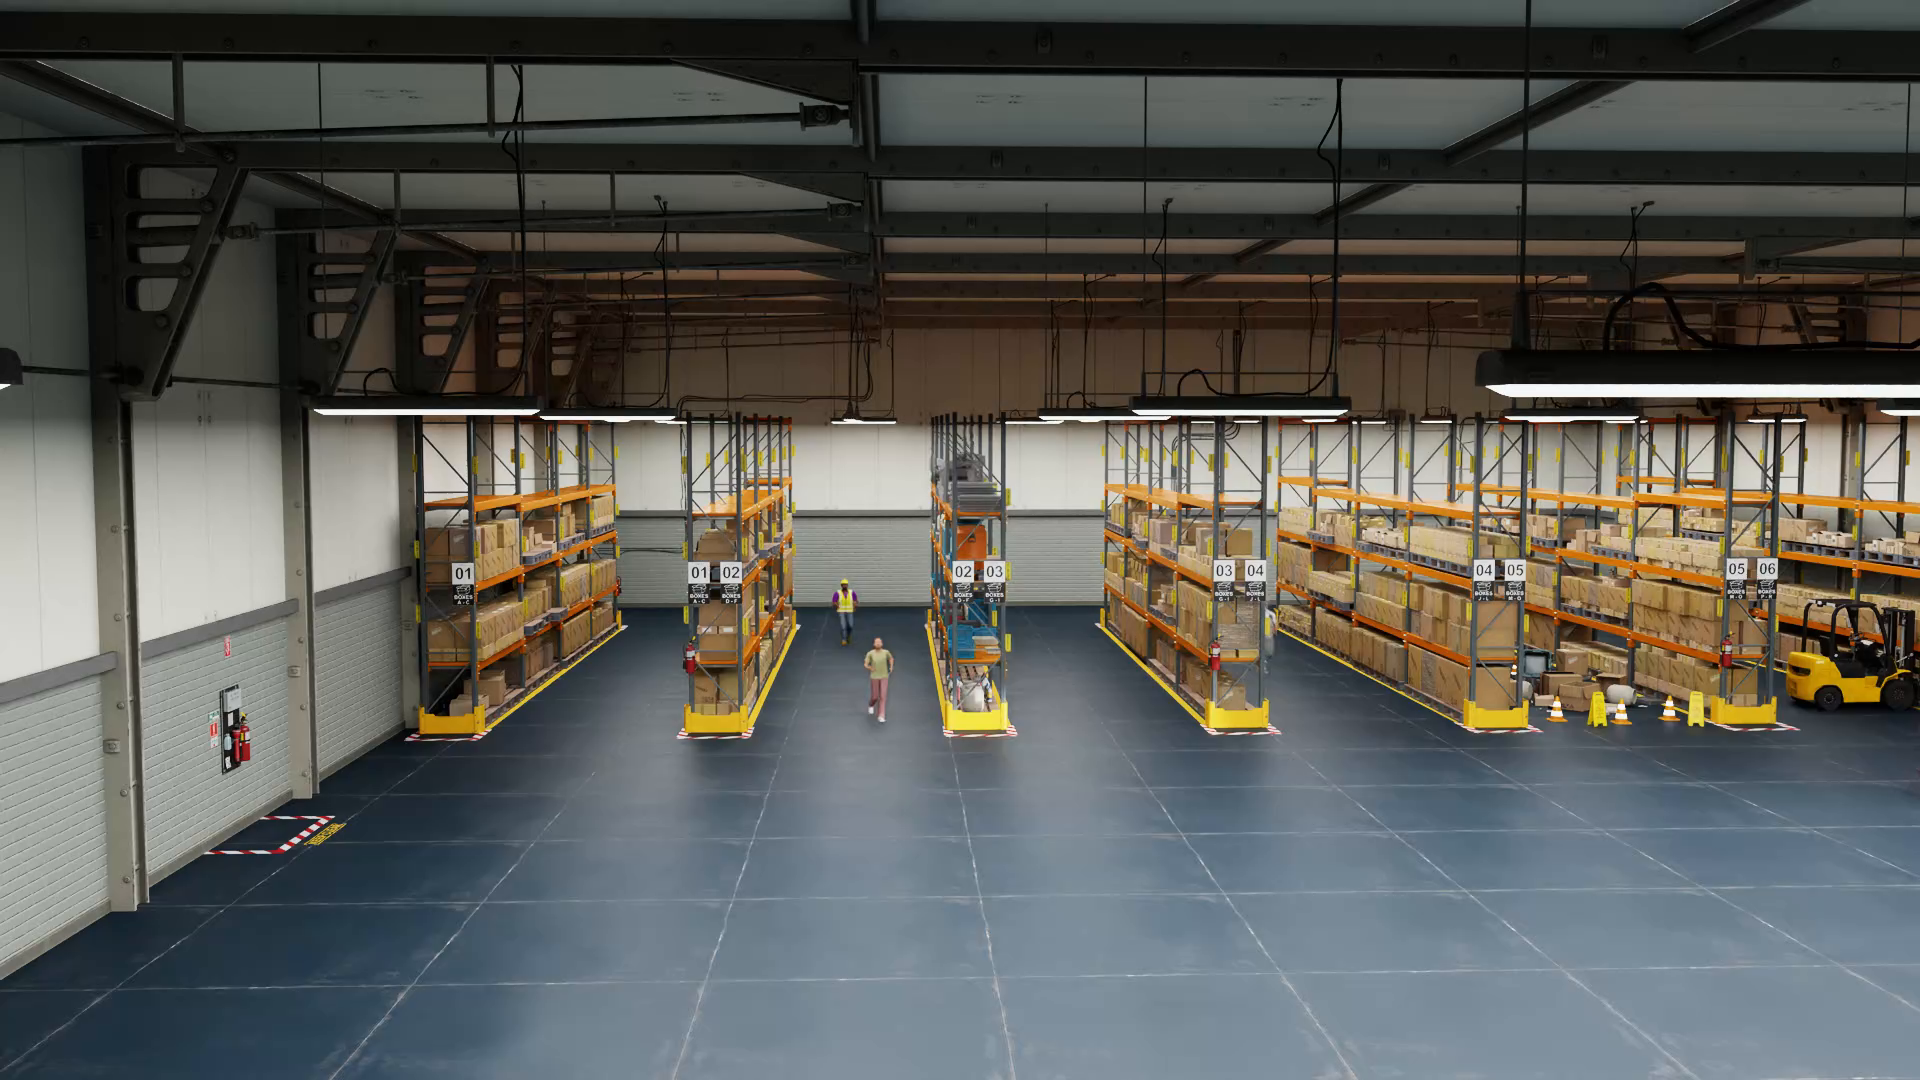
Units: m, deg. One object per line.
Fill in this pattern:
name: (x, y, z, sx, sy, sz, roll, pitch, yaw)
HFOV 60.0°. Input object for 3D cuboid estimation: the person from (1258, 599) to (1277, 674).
person: (7.060, 2.221, 38.664, 0.669, 1.737, 0.732, 0, 4, -7)

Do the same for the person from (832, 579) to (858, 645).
person: (-2.986, 1.893, 43.475, 0.688, 1.721, 0.582, -1, 4, -11)

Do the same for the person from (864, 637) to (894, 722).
person: (-1.562, 2.705, 32.442, 0.592, 1.609, 0.878, -1, 4, -8)
